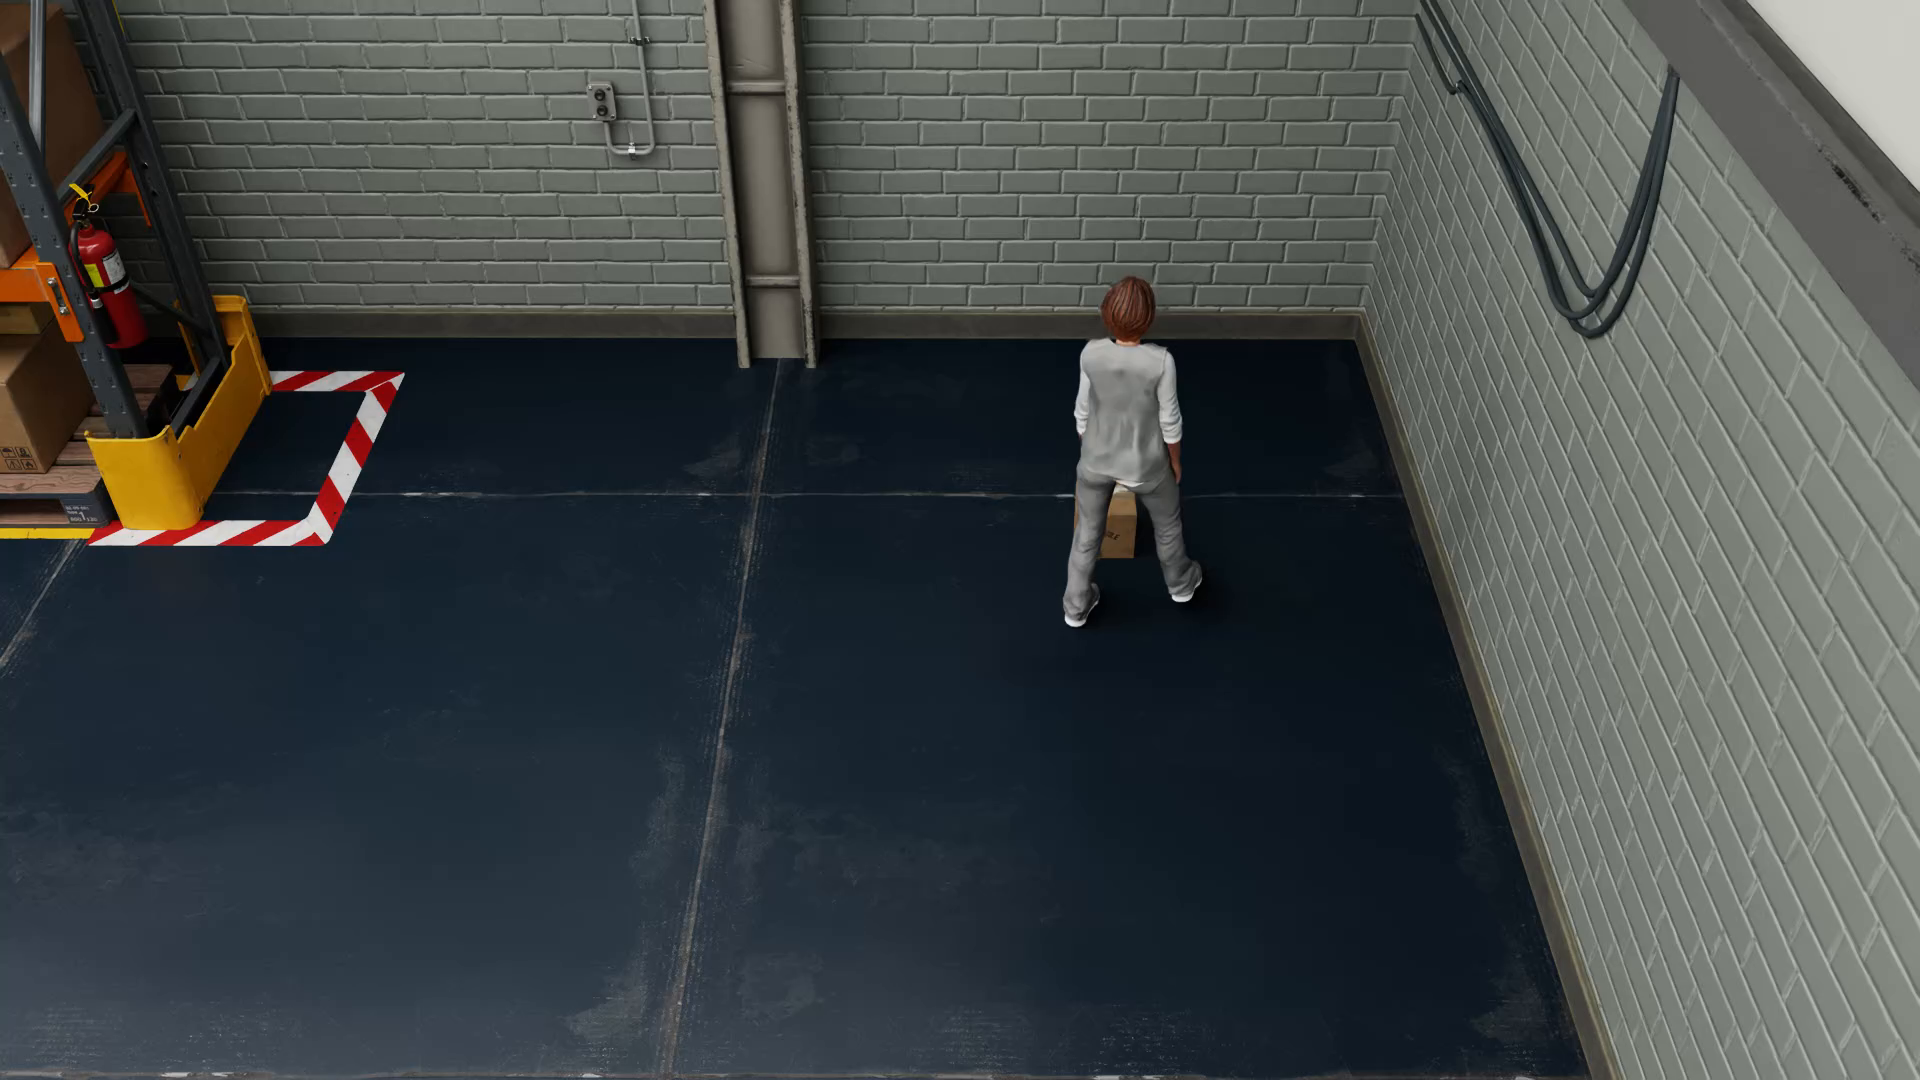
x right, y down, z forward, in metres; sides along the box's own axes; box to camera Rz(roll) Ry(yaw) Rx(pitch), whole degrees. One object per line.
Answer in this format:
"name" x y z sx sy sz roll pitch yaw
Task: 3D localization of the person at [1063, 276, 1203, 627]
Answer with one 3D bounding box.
"person" 0.723 -0.345 6.567 0.537 1.584 0.552 12 42 14
